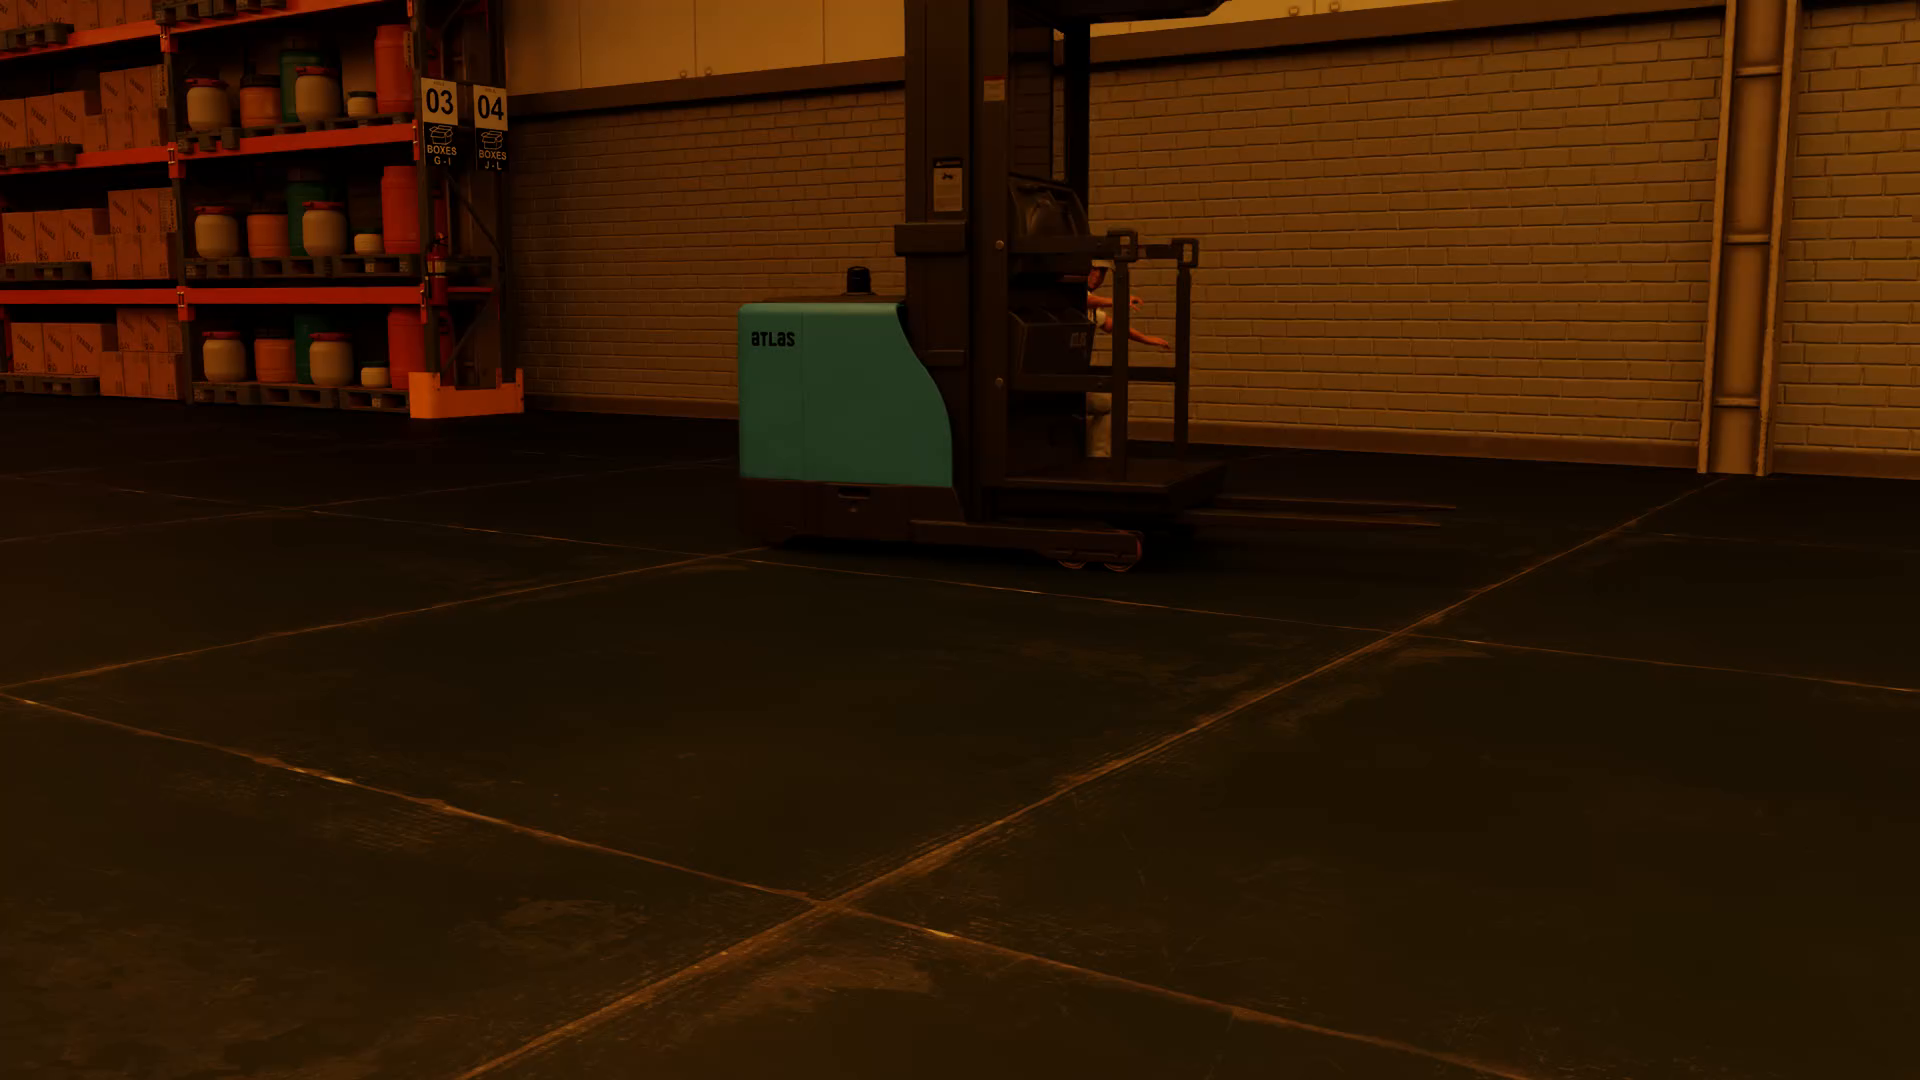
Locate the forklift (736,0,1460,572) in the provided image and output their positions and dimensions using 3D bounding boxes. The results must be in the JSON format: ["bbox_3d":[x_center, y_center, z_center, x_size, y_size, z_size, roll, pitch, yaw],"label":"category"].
[{"bbox_3d":[0.576,-1.407,7.085,3.031,2.935,1.130,3,9,22],"label":"forklift"}]

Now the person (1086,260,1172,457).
[{"bbox_3d":[0.808,-0.923,9.191,1.063,1.417,0.774,-4,9,-25],"label":"person"}]
